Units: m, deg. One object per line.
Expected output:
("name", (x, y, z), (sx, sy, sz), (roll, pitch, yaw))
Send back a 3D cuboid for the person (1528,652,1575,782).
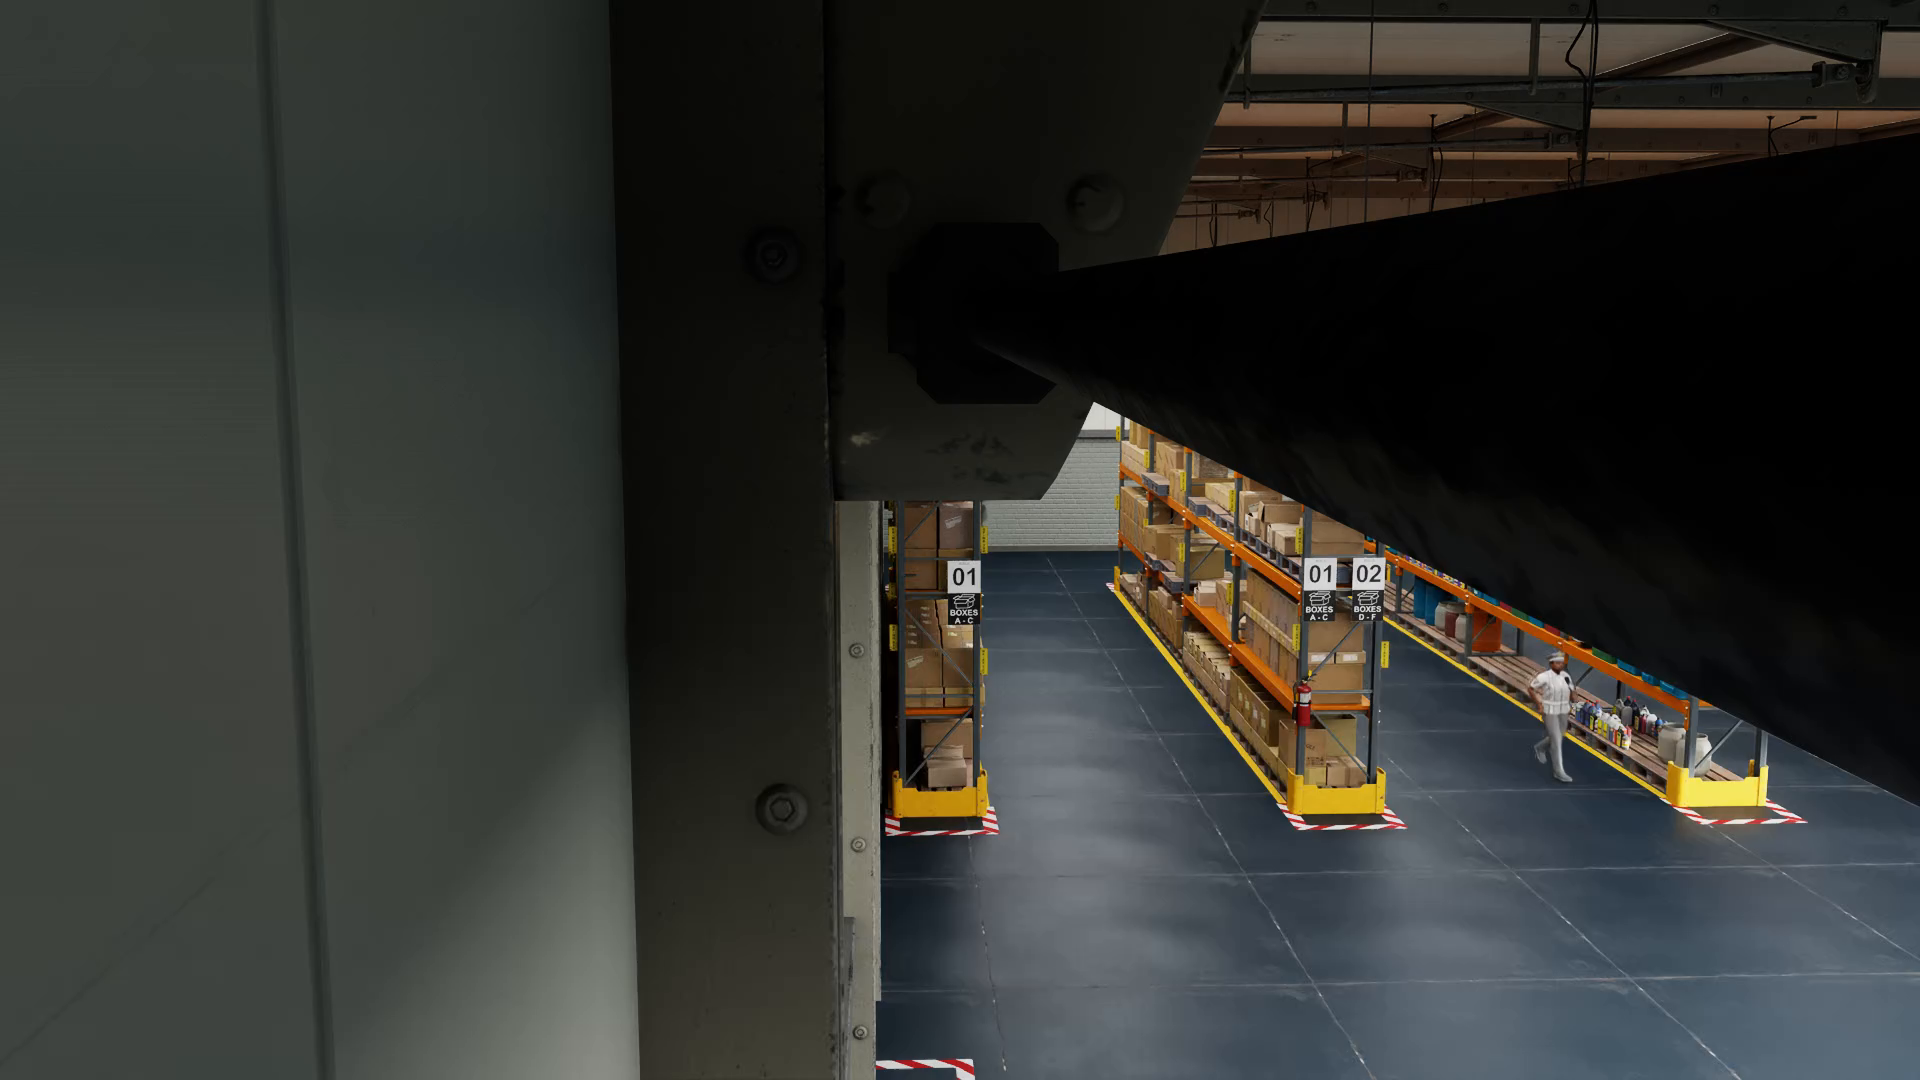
("person", (7.921, 2.301, 22.189), (0.583, 1.675, 0.924), (-2, 9, -17))
